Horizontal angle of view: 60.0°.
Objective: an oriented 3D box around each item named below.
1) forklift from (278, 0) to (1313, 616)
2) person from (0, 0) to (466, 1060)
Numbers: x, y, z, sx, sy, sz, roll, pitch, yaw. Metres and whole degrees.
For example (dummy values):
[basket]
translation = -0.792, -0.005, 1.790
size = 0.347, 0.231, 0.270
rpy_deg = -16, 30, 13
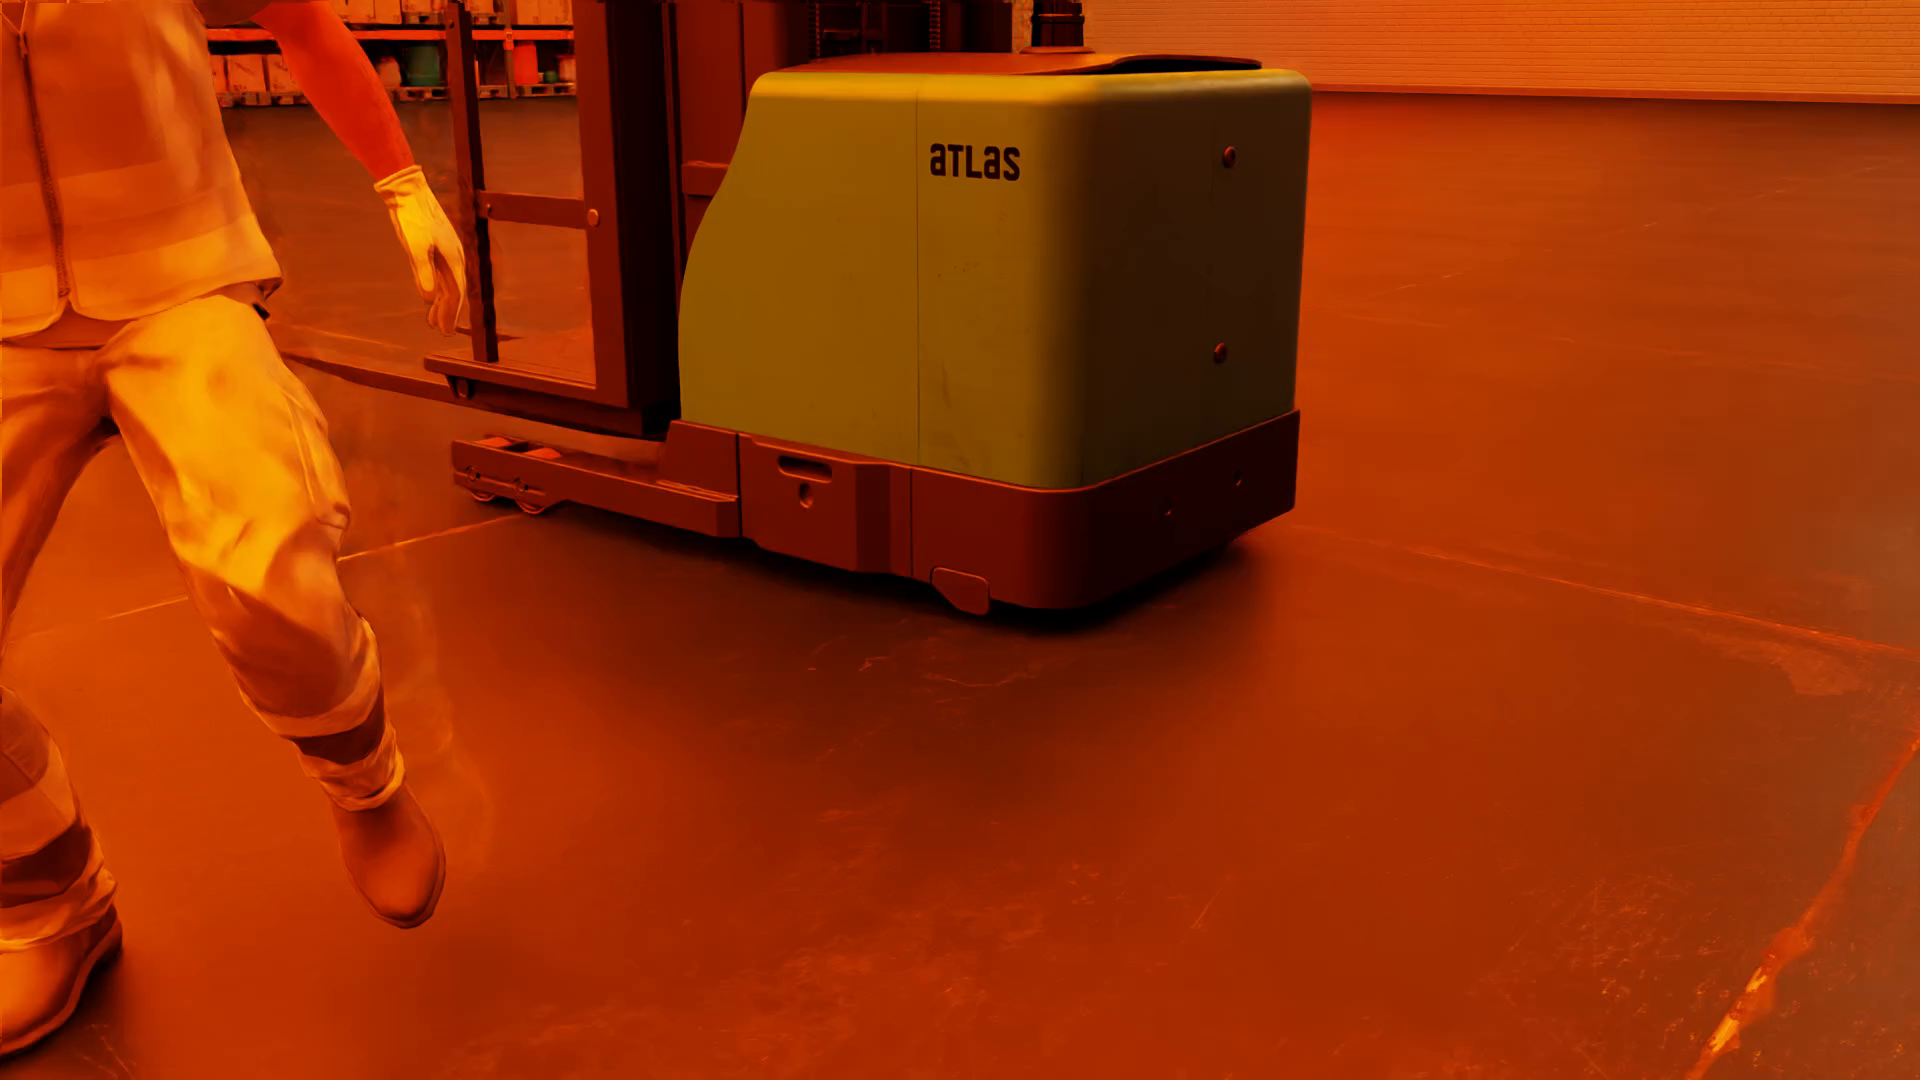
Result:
[forklift]
translation = -0.679, -1.573, 4.079
size = 3.031, 2.935, 1.130
rpy_deg = 13, 21, 36
[person]
translation = -0.973, -0.242, 1.877
size = 0.831, 1.676, 0.620
rpy_deg = -6, 18, -18
